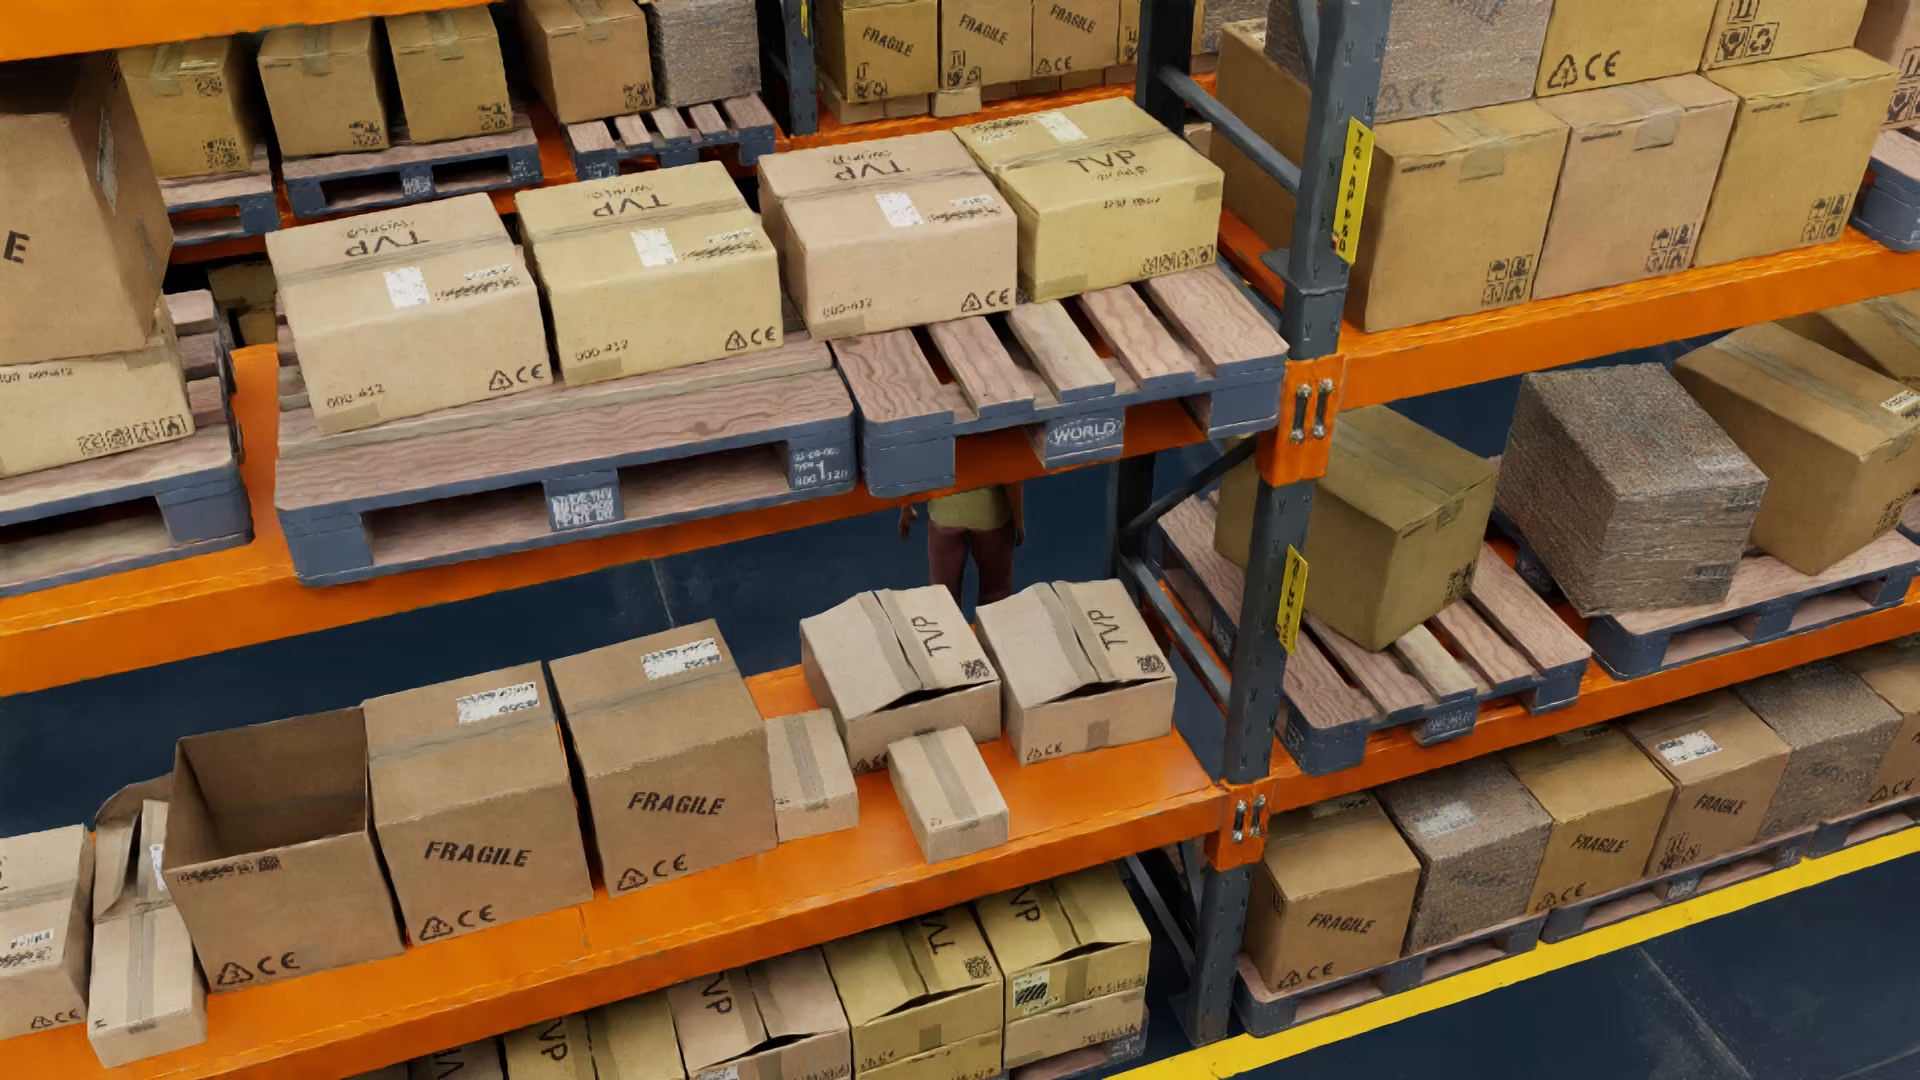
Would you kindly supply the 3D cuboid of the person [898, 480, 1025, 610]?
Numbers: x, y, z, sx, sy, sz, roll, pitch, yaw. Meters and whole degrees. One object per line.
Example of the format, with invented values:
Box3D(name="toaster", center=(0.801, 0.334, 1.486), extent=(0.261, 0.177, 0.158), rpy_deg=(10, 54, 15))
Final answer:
Box3D(name="person", center=(0.016, -0.128, 6.914), extent=(0.532, 1.675, 0.492), rpy_deg=(5, 38, 7))
